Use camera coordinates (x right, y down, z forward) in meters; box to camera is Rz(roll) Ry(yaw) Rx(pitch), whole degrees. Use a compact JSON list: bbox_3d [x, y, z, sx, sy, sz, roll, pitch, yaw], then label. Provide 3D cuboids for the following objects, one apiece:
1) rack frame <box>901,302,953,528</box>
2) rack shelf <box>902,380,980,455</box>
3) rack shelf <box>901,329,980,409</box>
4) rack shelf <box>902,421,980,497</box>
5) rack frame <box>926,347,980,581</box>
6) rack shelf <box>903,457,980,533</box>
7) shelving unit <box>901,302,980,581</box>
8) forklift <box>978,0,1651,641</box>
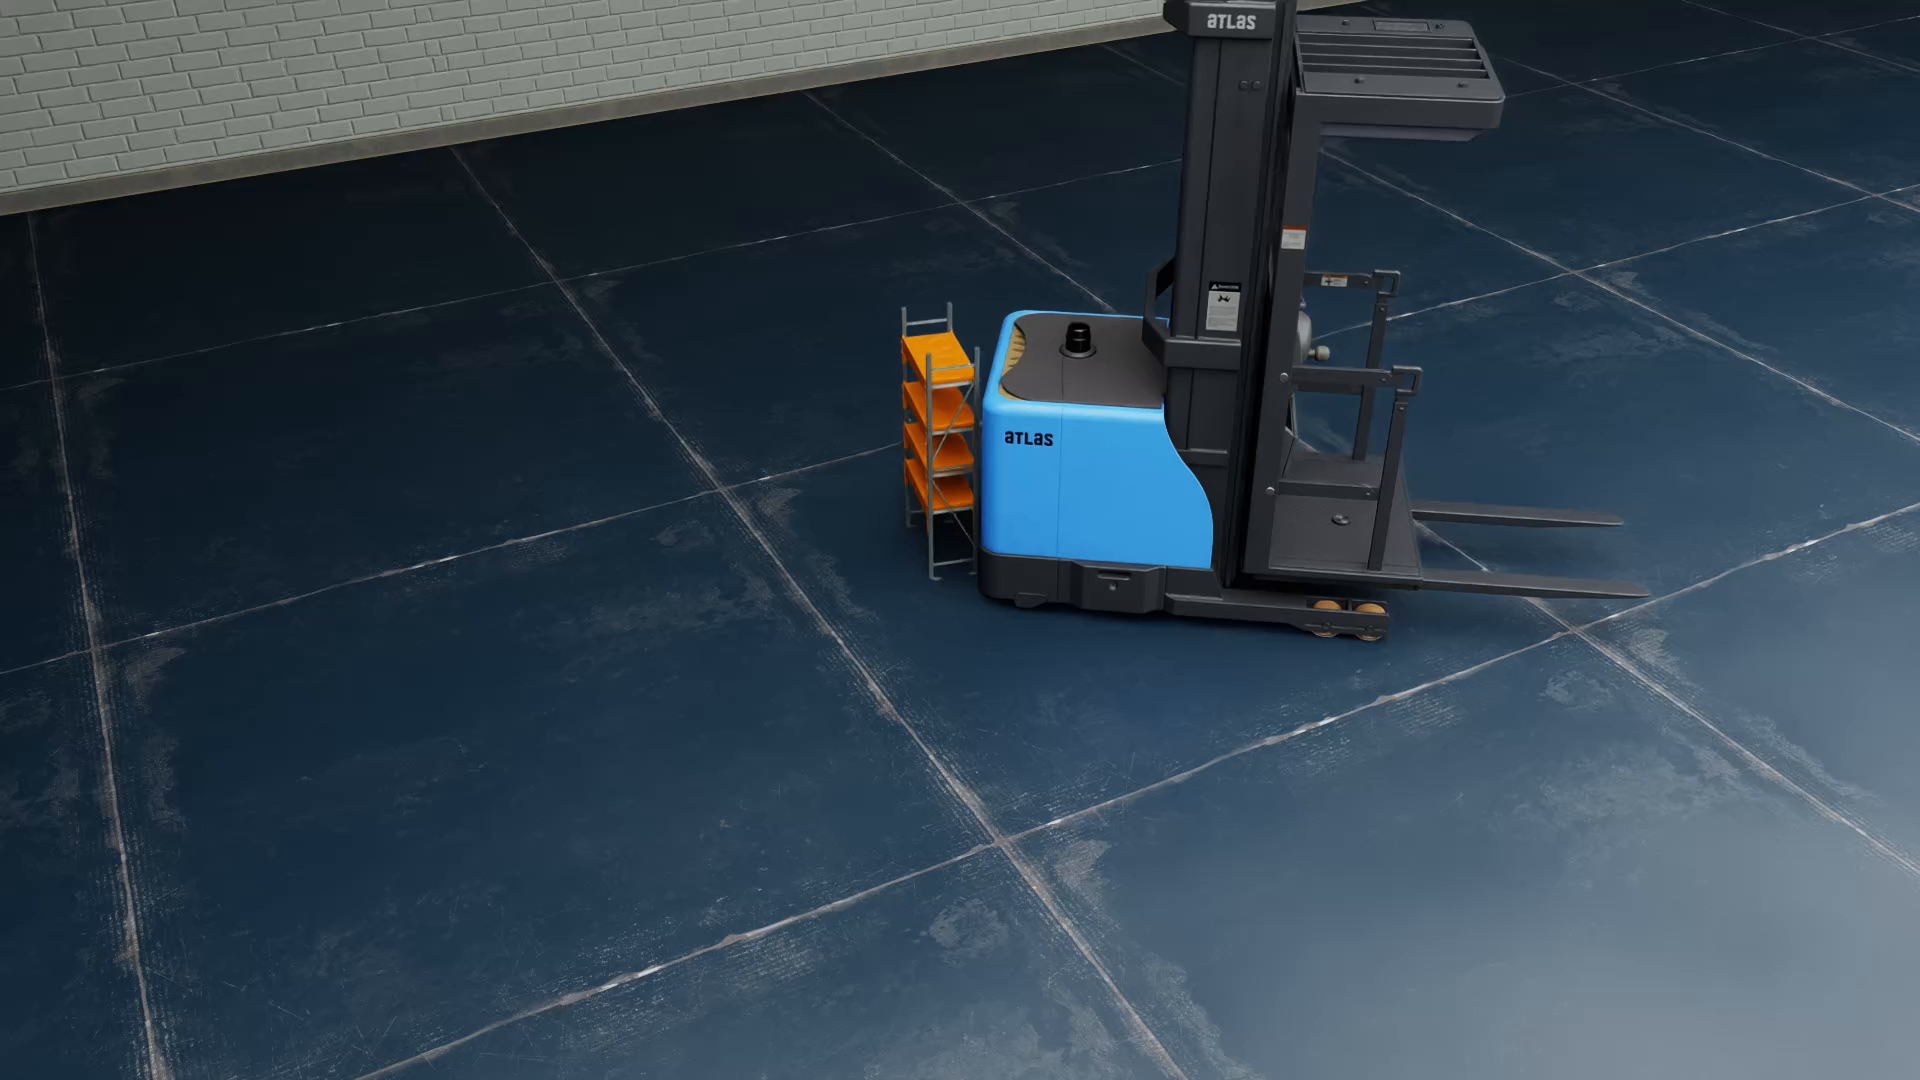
[{"bbox_3d":[-0.155,-0.586,8.052,0.240,1.200,0.015,-8,34,-12],"label":"rack frame"},{"bbox_3d":[-0.093,-0.590,7.769,0.258,0.148,0.480,-8,34,-12],"label":"rack shelf"},{"bbox_3d":[-0.093,-0.789,7.641,0.258,0.148,0.480,-8,34,-12],"label":"rack shelf"},{"bbox_3d":[-0.093,-0.402,7.889,0.258,0.148,0.480,-8,34,-12],"label":"rack shelf"},{"bbox_3d":[-0.031,-0.331,7.654,0.240,1.200,0.015,-8,34,-12],"label":"rack frame"},{"bbox_3d":[-0.093,-0.234,7.996,0.258,0.148,0.480,-8,34,-12],"label":"rack shelf"},{"bbox_3d":[-0.093,-0.458,7.853,0.258,1.200,0.503,-8,34,-12],"label":"shelving unit"},{"bbox_3d":[1.641,-1.085,7.226,3.031,2.935,1.130,4,33,6],"label":"forklift"}]
